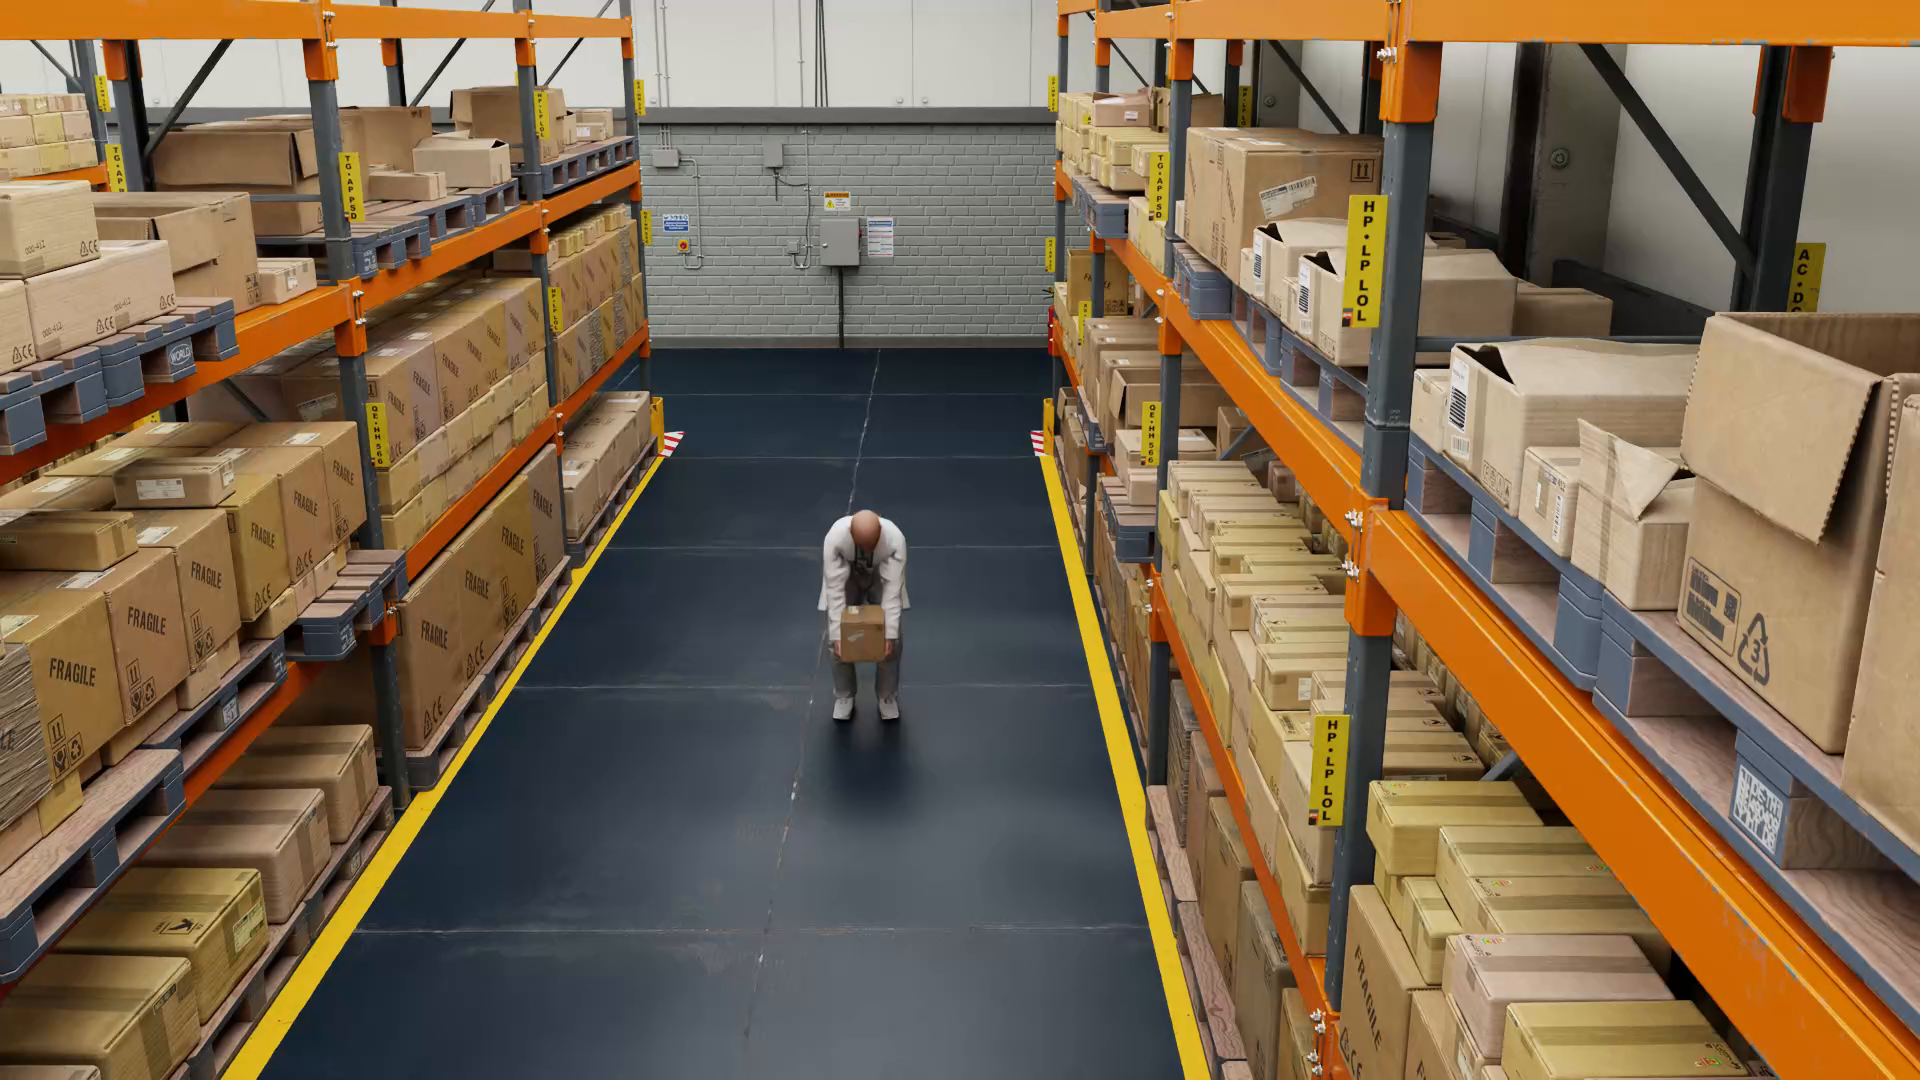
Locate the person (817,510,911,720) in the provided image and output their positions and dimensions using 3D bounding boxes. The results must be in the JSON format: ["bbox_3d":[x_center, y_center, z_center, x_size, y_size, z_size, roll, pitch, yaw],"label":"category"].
[{"bbox_3d":[-0.568,0.431,9.800,0.560,1.403,0.858,-1,17,-2],"label":"person"}]
